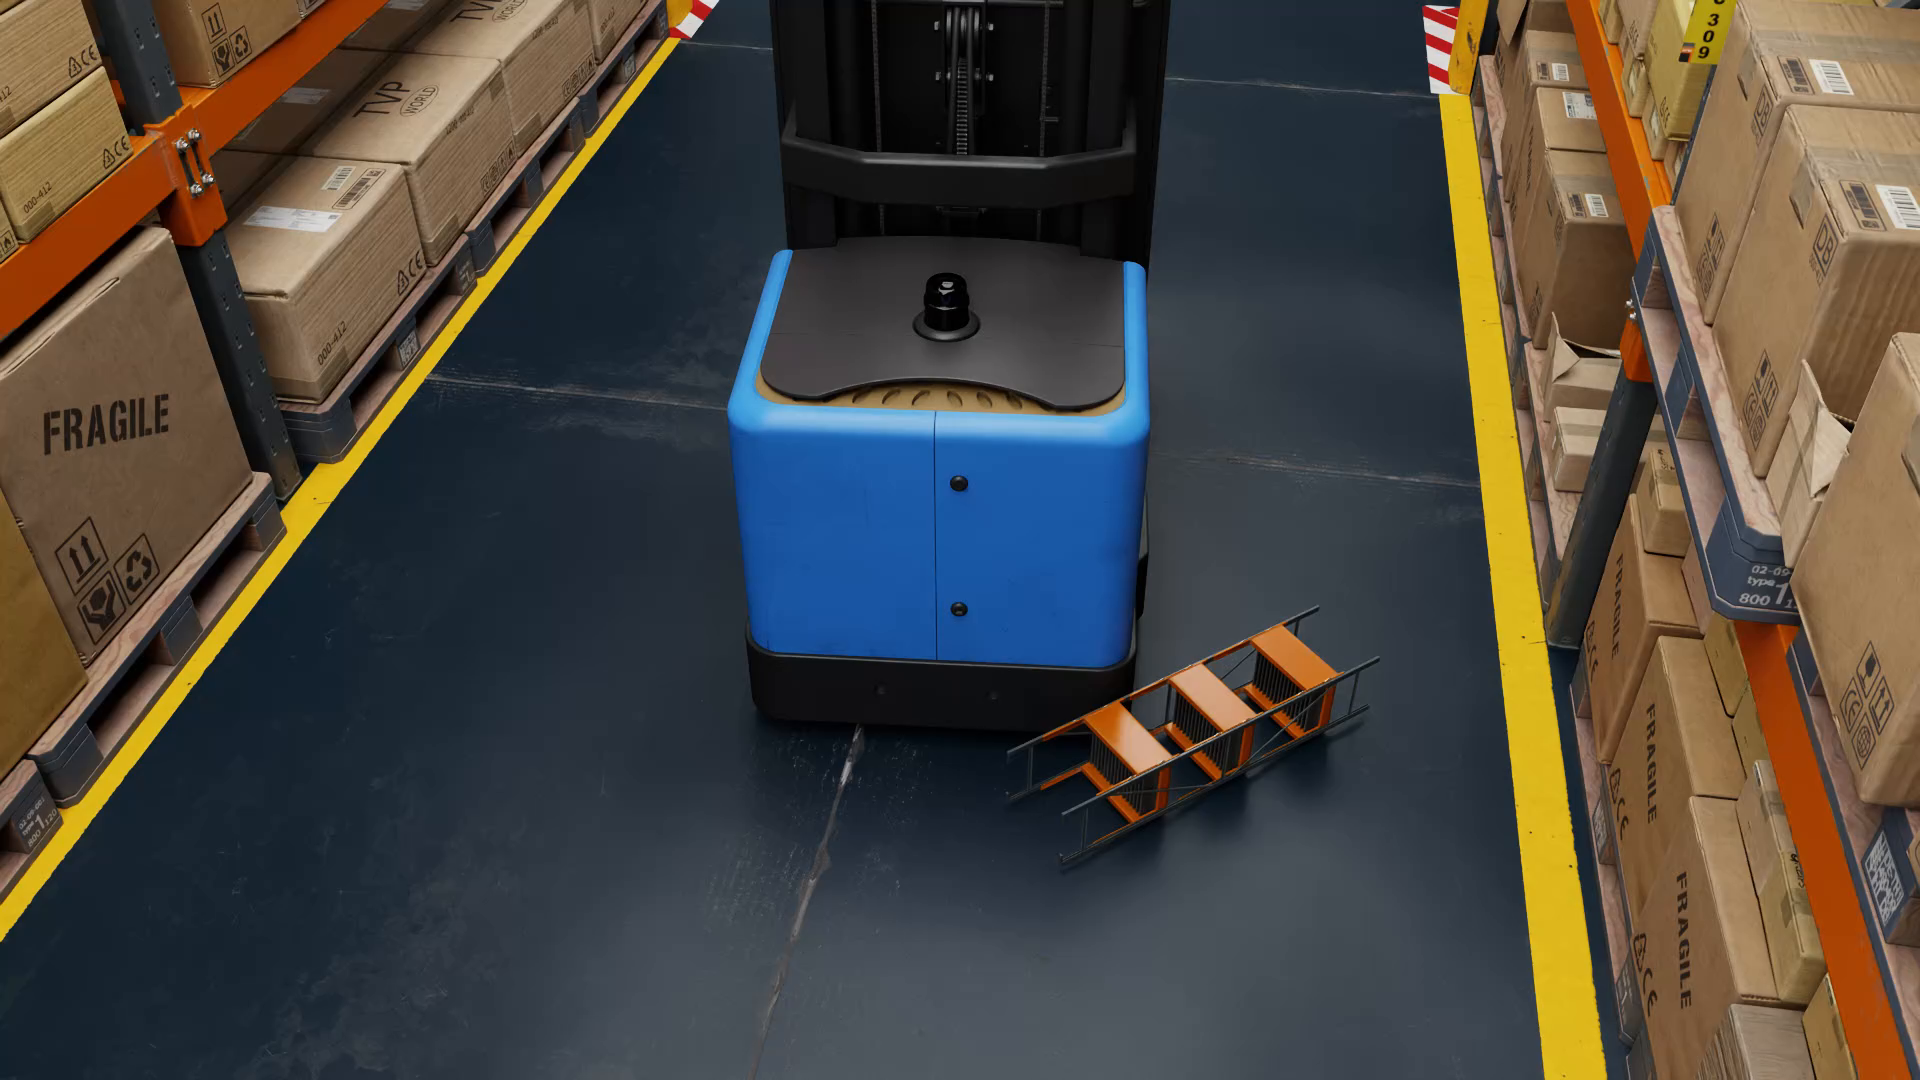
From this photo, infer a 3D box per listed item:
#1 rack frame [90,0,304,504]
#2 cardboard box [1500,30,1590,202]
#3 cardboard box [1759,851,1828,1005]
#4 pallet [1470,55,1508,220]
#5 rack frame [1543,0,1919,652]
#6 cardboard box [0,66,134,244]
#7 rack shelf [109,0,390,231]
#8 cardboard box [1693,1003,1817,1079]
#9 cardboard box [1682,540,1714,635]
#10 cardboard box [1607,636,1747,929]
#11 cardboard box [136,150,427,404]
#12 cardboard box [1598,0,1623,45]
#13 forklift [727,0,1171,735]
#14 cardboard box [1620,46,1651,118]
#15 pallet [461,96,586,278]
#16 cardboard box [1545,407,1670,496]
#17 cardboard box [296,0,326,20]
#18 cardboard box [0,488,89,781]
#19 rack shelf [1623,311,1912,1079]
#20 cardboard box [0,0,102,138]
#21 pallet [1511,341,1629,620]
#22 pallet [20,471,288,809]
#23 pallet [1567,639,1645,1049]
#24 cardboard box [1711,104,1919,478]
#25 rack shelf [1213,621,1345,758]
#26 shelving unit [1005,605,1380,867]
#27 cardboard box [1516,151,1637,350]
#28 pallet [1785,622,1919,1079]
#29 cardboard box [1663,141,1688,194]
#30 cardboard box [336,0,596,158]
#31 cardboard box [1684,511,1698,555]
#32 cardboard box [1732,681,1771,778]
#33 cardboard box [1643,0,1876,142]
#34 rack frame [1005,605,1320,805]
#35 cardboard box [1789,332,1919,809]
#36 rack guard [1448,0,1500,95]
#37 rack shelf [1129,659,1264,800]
[{"bbox_3d":[-2.668,-1.368,4.550,1.000,3.000,0.127,6,40,8],"label":"rack frame"},{"bbox_3d":[2.528,-1.626,6.495,0.700,0.500,0.500,8,40,9],"label":"cardboard box"},{"bbox_3d":[1.733,0.751,3.111,0.380,0.149,0.250,8,40,9],"label":"cardboard box"},{"bbox_3d":[2.764,-1.710,7.153,1.003,0.211,1.213,6,40,8],"label":"pallet"},{"bbox_3d":[2.222,-0.823,3.891,1.000,3.000,0.127,6,40,8],"label":"rack frame"},{"bbox_3d":[-2.497,-1.001,4.224,0.500,0.250,0.500,5,40,7],"label":"cardboard box"},{"bbox_3d":[-2.322,-2.346,6.298,1.077,0.370,4.000,6,40,8],"label":"rack shelf"},{"bbox_3d":[1.647,1.230,3.040,0.500,0.500,0.500,5,40,6],"label":"cardboard box"},{"bbox_3d":[1.926,0.107,3.890,0.380,0.149,0.250,5,40,6],"label":"cardboard box"},{"bbox_3d":[1.834,0.593,3.811,0.500,0.500,0.500,6,40,7],"label":"cardboard box"},{"bbox_3d":[-2.454,-0.924,5.695,0.875,0.438,0.875,6,40,7],"label":"cardboard box"},{"bbox_3d":[2.161,-1.611,5.041,0.380,0.149,0.250,6,40,7],"label":"cardboard box"},{"bbox_3d":[0.043,-1.527,4.797,1.130,2.935,3.031,3,40,3],"label":"forklift"},{"bbox_3d":[2.073,-1.286,4.648,0.380,0.149,0.250,7,40,9],"label":"cardboard box"},{"bbox_3d":[-2.250,-1.530,6.934,1.003,0.211,1.213,6,40,8],"label":"pallet"},{"bbox_3d":[2.029,-0.268,5.128,0.380,0.149,0.250,5,40,6],"label":"cardboard box"},{"bbox_3d":[-2.238,-1.987,5.221,0.500,0.500,0.500,7,40,8],"label":"cardboard box"},{"bbox_3d":[-2.845,0.255,3.926,0.875,0.875,0.875,7,40,9],"label":"cardboard box"},{"bbox_3d":[1.875,0.710,2.602,1.077,0.370,4.000,6,40,8],"label":"rack shelf"},{"bbox_3d":[-2.505,-1.199,4.072,0.500,0.250,0.500,6,40,8],"label":"cardboard box"},{"bbox_3d":[2.341,-0.179,5.301,1.003,0.211,1.213,6,40,8],"label":"pallet"},{"bbox_3d":[-2.727,0.199,4.843,1.003,0.211,1.213,6,40,8],"label":"pallet"},{"bbox_3d":[2.118,0.767,4.157,1.003,0.211,1.213,6,40,8],"label":"pallet"},{"bbox_3d":[1.828,-0.419,2.995,0.700,0.500,0.500,7,40,8],"label":"cardboard box"},{"bbox_3d":[0.861,0.413,4.558,0.259,0.215,0.240,-22,44,-24],"label":"rack shelf"},{"bbox_3d":[0.630,0.506,4.445,1.050,0.215,0.252,-22,44,-24],"label":"shelving unit"},{"bbox_3d":[2.349,-0.975,5.707,0.700,0.500,0.500,5,40,6],"label":"cardboard box"},{"bbox_3d":[1.861,0.540,2.393,1.003,0.211,1.213,6,40,8],"label":"pallet"},{"bbox_3d":[2.028,-0.954,4.247,0.380,0.149,0.250,7,40,8],"label":"cardboard box"},{"bbox_3d":[-2.141,-2.052,7.059,0.875,0.438,0.875,7,40,9],"label":"cardboard box"},{"bbox_3d":[1.900,-0.022,3.812,0.380,0.149,0.250,5,40,6],"label":"cardboard box"},{"bbox_3d":[1.858,0.443,3.484,0.380,0.149,0.250,6,40,7],"label":"cardboard box"},{"bbox_3d":[2.069,-1.226,4.263,0.500,0.250,0.500,7,40,9],"label":"cardboard box"},{"bbox_3d":[0.565,0.440,4.525,1.050,0.200,0.008,-22,44,-24],"label":"rack frame"},{"bbox_3d":[1.692,0.073,2.399,0.700,0.500,0.500,6,40,7],"label":"cardboard box"},{"bbox_3d":[2.901,-2.322,7.666,1.175,0.500,0.348,6,40,8],"label":"rack guard"},{"bbox_3d":[0.621,0.510,4.441,0.259,0.215,0.240,-22,44,-24],"label":"rack shelf"}]
